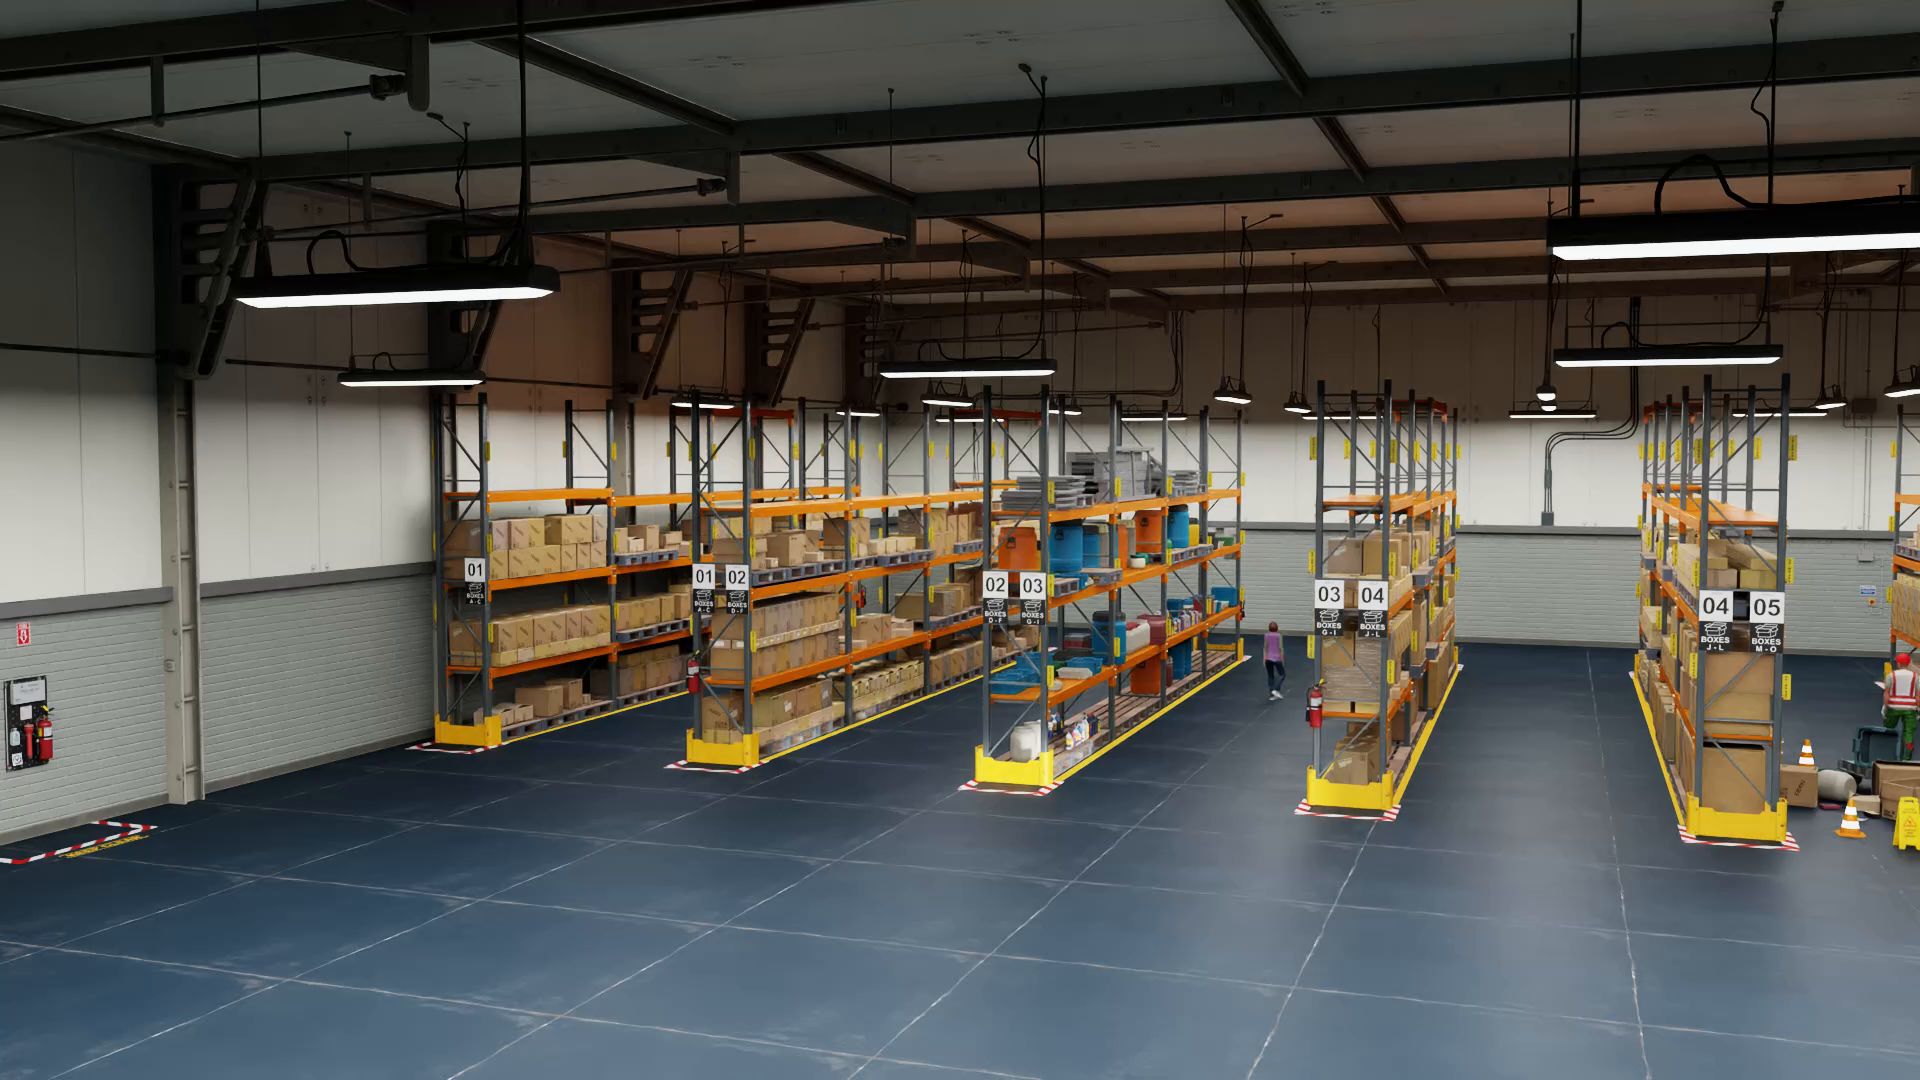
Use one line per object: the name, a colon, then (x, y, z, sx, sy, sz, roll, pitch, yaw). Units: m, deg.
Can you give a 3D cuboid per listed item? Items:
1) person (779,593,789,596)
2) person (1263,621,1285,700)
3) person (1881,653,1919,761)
person: (-3.885, 1.989, 36.512, 0.589, 1.739, 0.460, 2, 4, 39)
person: (6.290, 2.432, 33.371, 0.463, 1.595, 0.471, 1, 3, 26)
person: (15.075, 2.694, 26.653, 0.560, 1.777, 0.762, 1, 3, 22)
